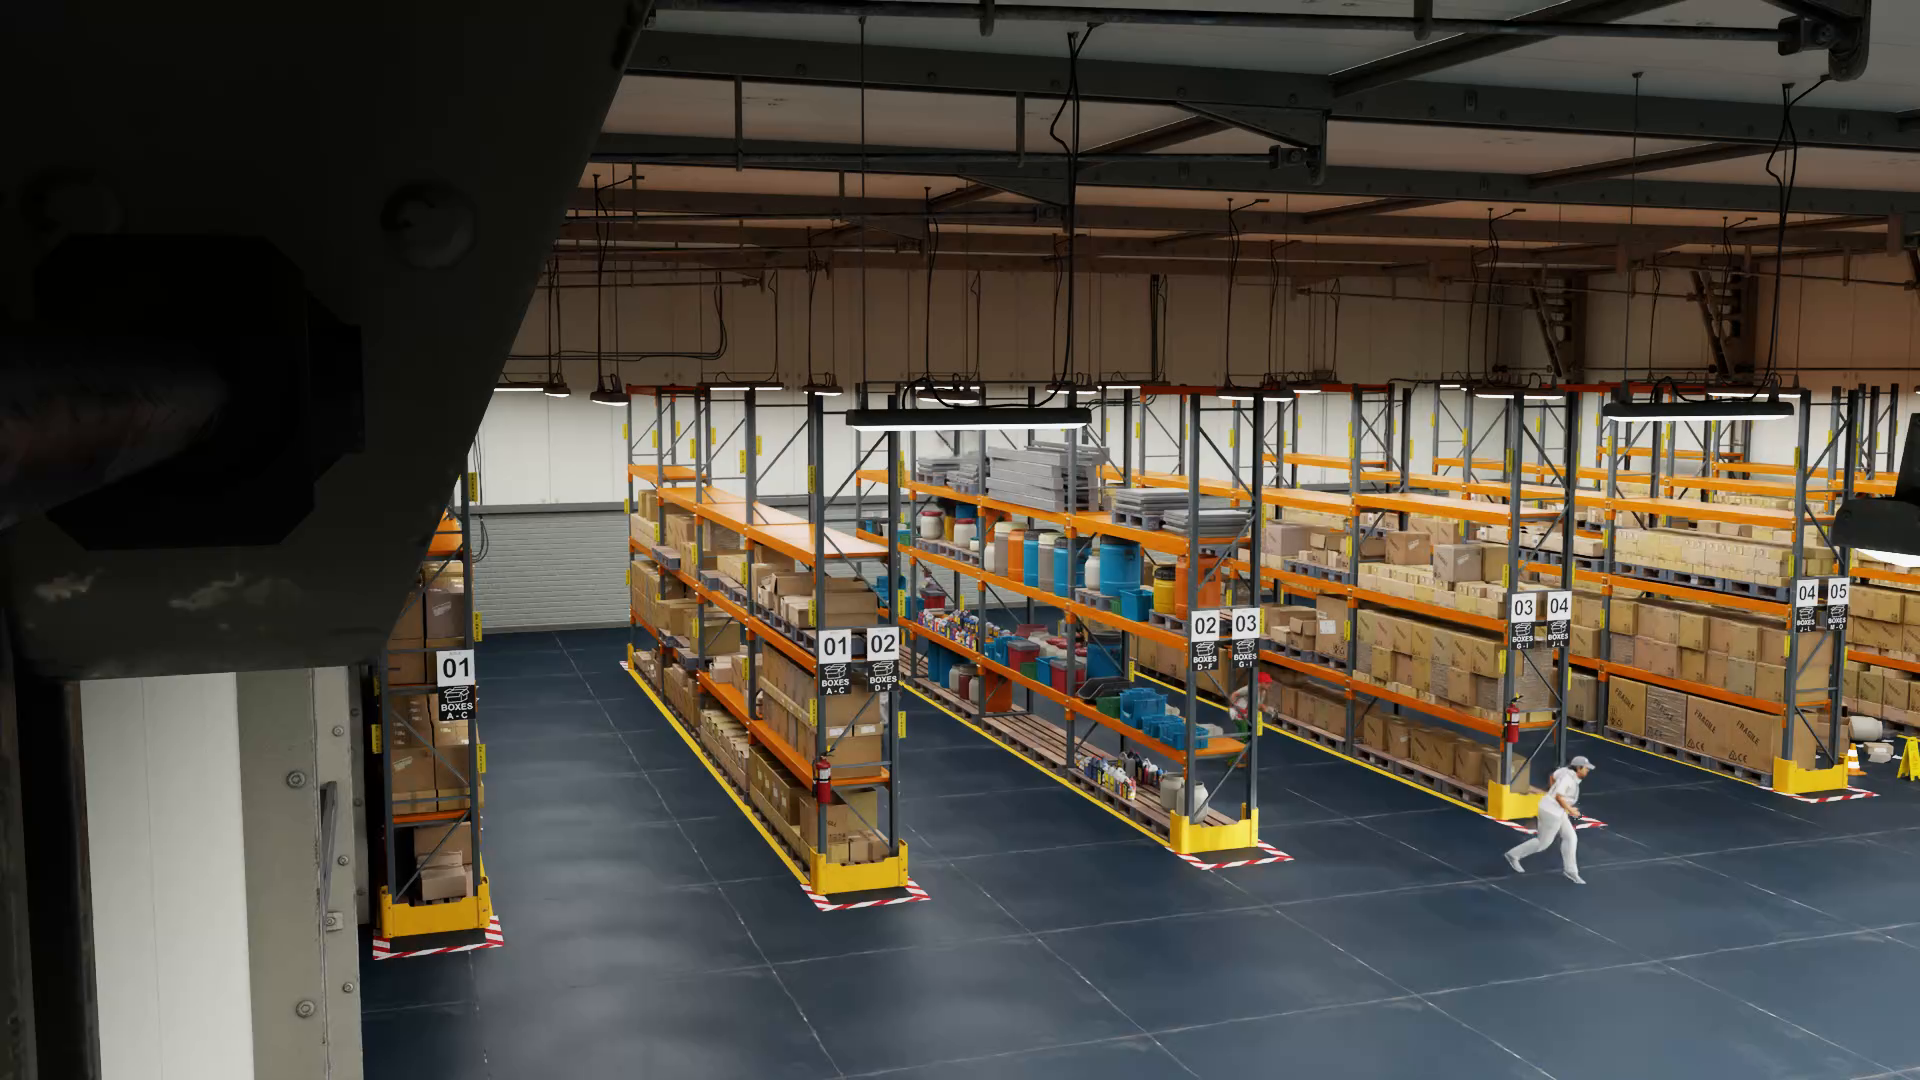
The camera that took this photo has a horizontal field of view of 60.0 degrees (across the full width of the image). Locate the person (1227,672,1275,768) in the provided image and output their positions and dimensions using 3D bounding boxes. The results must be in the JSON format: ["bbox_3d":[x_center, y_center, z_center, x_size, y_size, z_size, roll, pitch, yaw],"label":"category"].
[{"bbox_3d":[4.536,2.844,26.201,0.828,1.590,0.694,5,8,40],"label":"person"}]

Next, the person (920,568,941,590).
[{"bbox_3d":[-0.755,1.457,39.391,0.891,1.581,0.539,-1,6,-10],"label":"person"}]

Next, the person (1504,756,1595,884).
[{"bbox_3d":[7.294,3.444,20.595,1.028,1.628,0.641,2,6,16],"label":"person"}]

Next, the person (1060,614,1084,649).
[{"bbox_3d":[2.177,2.130,32.380,0.641,1.775,0.791,-3,7,-29],"label":"person"}]

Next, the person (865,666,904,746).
[{"bbox_3d":[-1.308,2.704,27.554,0.735,1.578,0.837,-5,8,-42],"label":"person"}]
